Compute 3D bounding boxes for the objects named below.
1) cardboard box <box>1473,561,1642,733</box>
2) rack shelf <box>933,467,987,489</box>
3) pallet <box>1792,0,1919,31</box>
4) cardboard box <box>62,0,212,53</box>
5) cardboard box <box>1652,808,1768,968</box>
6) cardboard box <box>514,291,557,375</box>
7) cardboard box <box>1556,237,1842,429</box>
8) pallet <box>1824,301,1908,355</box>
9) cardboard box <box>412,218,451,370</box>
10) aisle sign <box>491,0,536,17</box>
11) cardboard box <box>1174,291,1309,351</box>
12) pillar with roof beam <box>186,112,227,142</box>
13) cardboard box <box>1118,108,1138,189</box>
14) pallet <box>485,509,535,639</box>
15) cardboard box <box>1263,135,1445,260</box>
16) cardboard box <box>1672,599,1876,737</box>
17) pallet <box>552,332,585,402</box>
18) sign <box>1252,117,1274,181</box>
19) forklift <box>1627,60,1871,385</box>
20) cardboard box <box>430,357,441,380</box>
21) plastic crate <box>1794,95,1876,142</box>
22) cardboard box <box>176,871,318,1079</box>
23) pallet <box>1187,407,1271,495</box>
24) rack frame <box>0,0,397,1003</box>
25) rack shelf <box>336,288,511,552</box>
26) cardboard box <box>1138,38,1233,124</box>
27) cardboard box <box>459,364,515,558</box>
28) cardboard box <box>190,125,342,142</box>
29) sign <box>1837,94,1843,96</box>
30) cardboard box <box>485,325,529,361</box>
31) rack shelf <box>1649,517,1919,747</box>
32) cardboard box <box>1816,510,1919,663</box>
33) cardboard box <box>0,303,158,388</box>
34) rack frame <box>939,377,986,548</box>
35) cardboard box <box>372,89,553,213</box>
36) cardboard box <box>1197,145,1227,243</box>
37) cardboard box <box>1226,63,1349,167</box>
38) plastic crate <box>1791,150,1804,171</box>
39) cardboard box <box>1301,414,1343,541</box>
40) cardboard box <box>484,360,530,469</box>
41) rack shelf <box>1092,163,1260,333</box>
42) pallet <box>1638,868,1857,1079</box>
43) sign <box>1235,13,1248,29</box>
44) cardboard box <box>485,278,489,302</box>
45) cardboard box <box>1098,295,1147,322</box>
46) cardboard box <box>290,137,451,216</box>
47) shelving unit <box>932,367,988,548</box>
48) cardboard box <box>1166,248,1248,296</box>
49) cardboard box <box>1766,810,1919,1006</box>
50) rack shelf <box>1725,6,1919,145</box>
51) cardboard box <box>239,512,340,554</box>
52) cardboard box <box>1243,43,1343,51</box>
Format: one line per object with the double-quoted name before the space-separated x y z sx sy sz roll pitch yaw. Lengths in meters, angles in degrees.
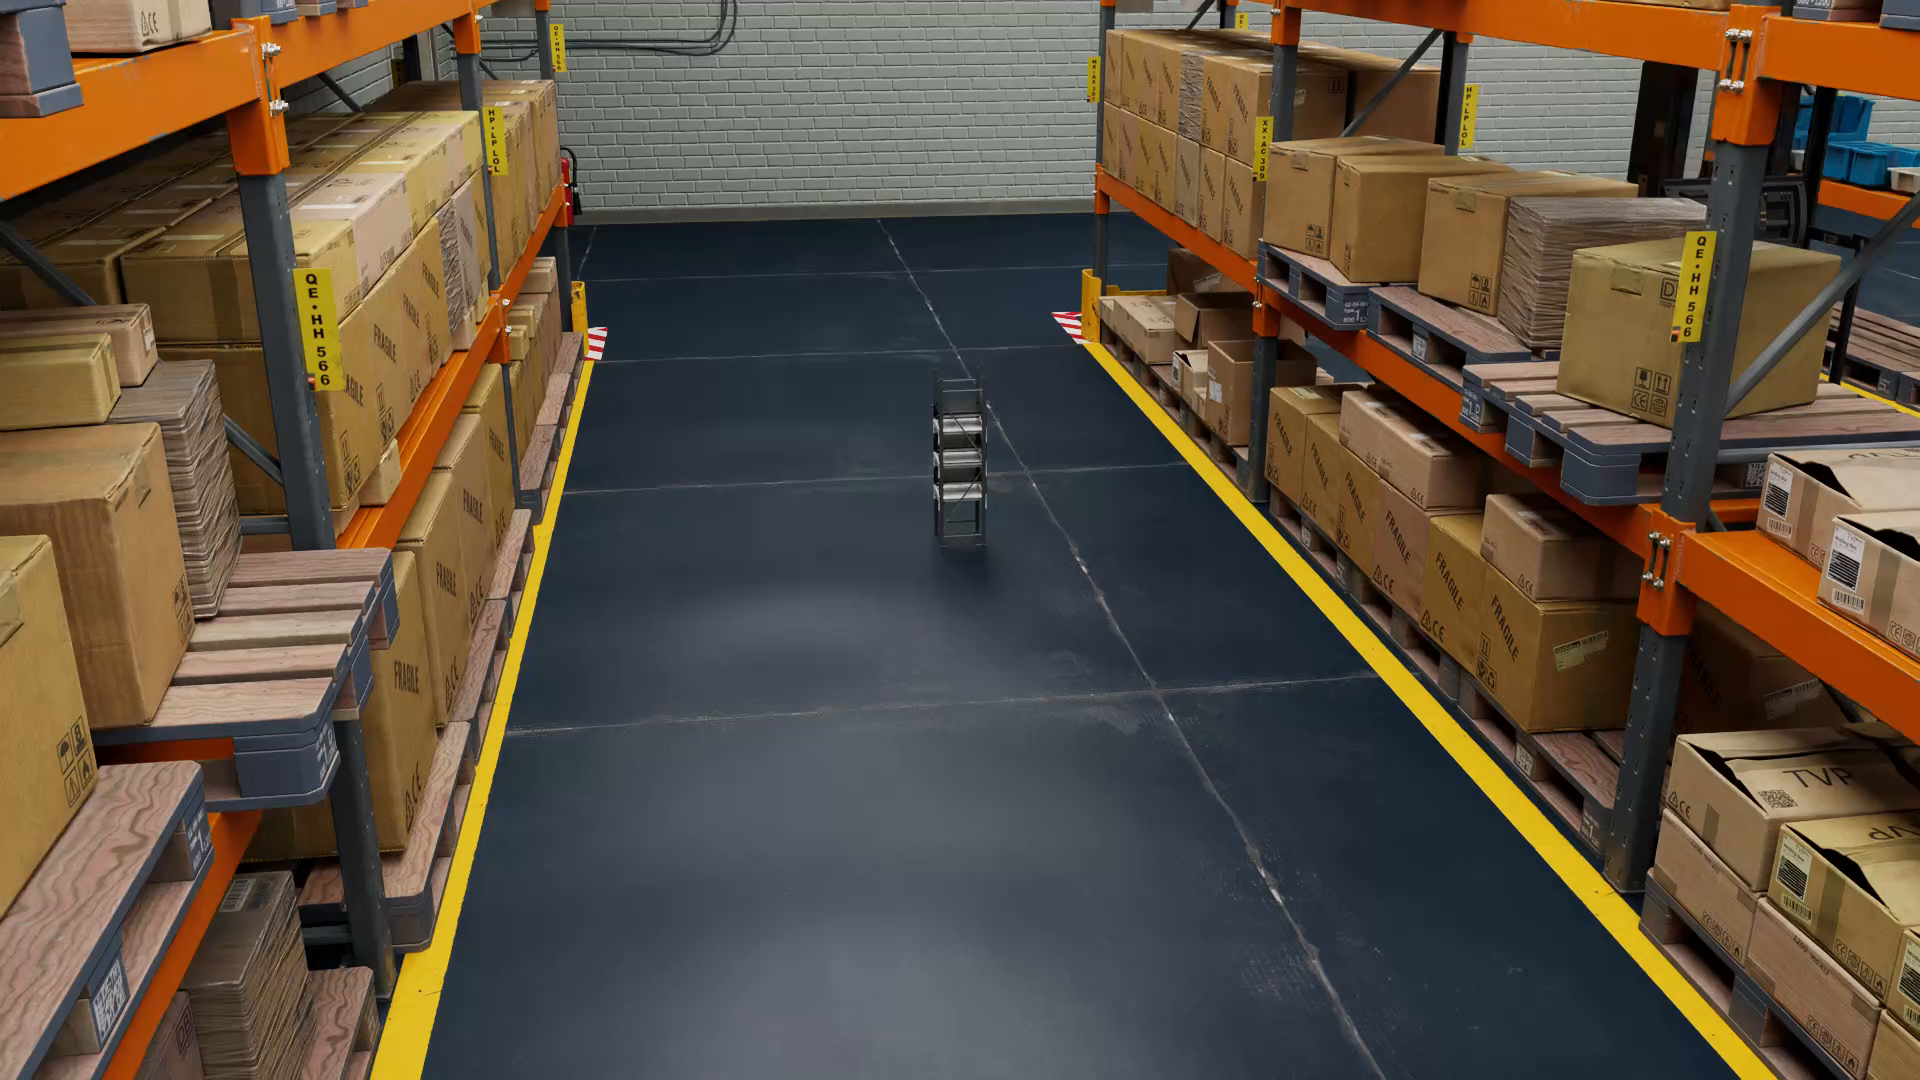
"cardboard box" 2.318 0.388 6.333 0.500 0.500 0.500 -2 21 -6
"rack shelf" -0.001 -0.309 8.609 0.258 0.077 0.200 -3 21 -8
"pallet" 2.871 -1.351 4.029 1.213 0.211 1.003 -2 21 -5
"cardboard box" -1.846 -1.151 3.322 0.500 0.311 0.500 -3 21 -8
"cardboard box" 2.470 1.023 5.020 0.500 0.250 0.500 -3 21 -8
"cardboard box" -3.098 -1.399 11.146 0.700 0.500 0.500 -3 21 -8
"cardboard box" 2.482 -0.721 5.615 0.700 0.500 0.500 -10 23 -26
"pallet" 6.514 -1.689 12.937 1.003 0.211 1.213 -3 21 -8
"cardboard box" -2.253 -0.924 6.306 0.500 0.500 0.500 -2 21 -6
"aisle sign" -3.083 -4.041 11.534 0.394 0.787 0.004 -3 21 -8
"cardboard box" 1.832 -1.337 10.947 0.797 0.503 0.637 -3 21 -8
"pillar with roof beam" 0.510 -4.625 8.237 9.100 9.000 0.400 -3 21 -8
"cardboard box" 1.414 -2.736 11.612 0.500 0.500 0.500 -3 21 -8
"pallet" -2.607 0.171 7.956 1.003 0.211 1.213 -3 21 -8
"cardboard box" 1.955 -1.718 8.285 0.700 0.500 0.500 -10 23 -26
"cardboard box" 2.902 0.528 5.959 0.500 0.500 0.500 -2 21 -5
"pallet" -3.177 -1.204 11.639 1.003 0.211 1.213 -3 21 -8
"sign" 1.572 -2.025 8.614 0.100 0.325 0.005 -3 21 -8
"forklift" 4.615 -1.897 9.607 1.130 2.935 3.031 -4 21 -11
"cardboard box" -2.325 -0.745 6.755 0.380 0.149 0.250 -3 21 -9
"plastic crate" 6.667 -3.221 12.917 0.616 0.435 0.499 -3 21 -8
"cardboard box" -2.061 1.198 4.165 0.700 0.500 0.500 -3 21 -7
"pallet" 2.010 -0.581 9.971 1.003 0.211 1.213 -3 21 -8
"rack frame" -2.217 -0.014 4.465 1.000 3.000 0.127 -3 21 -8
"rack shelf" -2.505 -0.369 6.445 1.077 0.370 4.000 -3 21 -8
"cardboard box" 1.485 -3.029 10.966 0.500 0.500 0.500 -3 21 -7
"cardboard box" -2.571 -0.370 7.891 0.750 0.750 0.750 -3 21 -7
"cardboard box" -2.903 -1.592 7.024 0.500 0.250 0.500 -3 21 -7
"sign" 6.976 -3.393 13.280 0.100 0.325 0.005 -3 21 -8
"cardboard box" -2.668 -1.120 9.473 0.380 0.149 0.250 -2 21 -6
"rack shelf" 2.973 0.765 3.410 1.077 0.370 4.000 -3 21 -8
"cardboard box" 2.622 0.096 4.298 0.500 0.311 0.500 -3 21 -8
"cardboard box" -2.137 -0.452 3.942 0.380 0.149 0.250 -6 21 -15
"rack frame" 0.013 -0.389 8.472 0.240 0.900 0.006 -3 21 -8
"cardboard box" -3.171 -2.497 10.685 0.980 0.700 0.700 -3 21 -8
"cardboard box" 1.706 -2.035 9.735 0.500 0.500 0.500 -2 21 -6
"cardboard box" 1.779 -2.327 9.087 0.500 0.500 0.500 -3 21 -7
"plastic crate" 6.206 -2.735 12.044 0.250 0.136 0.298 -3 21 -8
"cardboard box" 2.025 -0.321 8.232 0.500 0.500 0.500 -3 21 -7
"cardboard box" -2.800 -0.688 9.244 0.700 0.500 0.500 -3 21 -7
"rack shelf" 1.820 -2.005 10.826 1.077 0.370 4.000 -3 21 -8
"pallet" 2.765 1.329 4.857 1.003 0.211 1.213 -3 21 -8
"sign" 2.084 -3.746 12.352 0.100 0.325 0.005 -3 21 -8
"cardboard box" -2.464 -1.187 7.939 0.380 0.149 0.250 -3 21 -7
"cardboard box" 1.252 -1.743 12.541 0.380 0.149 0.250 -3 21 -8
"cardboard box" -2.335 -1.442 6.623 0.500 0.250 0.500 -3 21 -7
"shelving unit" -0.001 -0.424 8.566 0.258 0.900 0.210 -3 21 -8
"cardboard box" 1.854 -1.894 12.443 0.500 0.500 0.500 -3 21 -8
"cardboard box" 2.554 0.942 4.436 0.500 0.311 0.500 -3 21 -9
"rack shelf" 2.973 -0.640 2.885 1.077 0.370 4.000 -3 21 -8
"cardboard box" -2.035 -0.031 4.842 0.380 0.149 0.250 -3 21 -9
"cardboard box" 2.095 -2.878 10.562 0.500 0.500 0.500 -2 21 -6
